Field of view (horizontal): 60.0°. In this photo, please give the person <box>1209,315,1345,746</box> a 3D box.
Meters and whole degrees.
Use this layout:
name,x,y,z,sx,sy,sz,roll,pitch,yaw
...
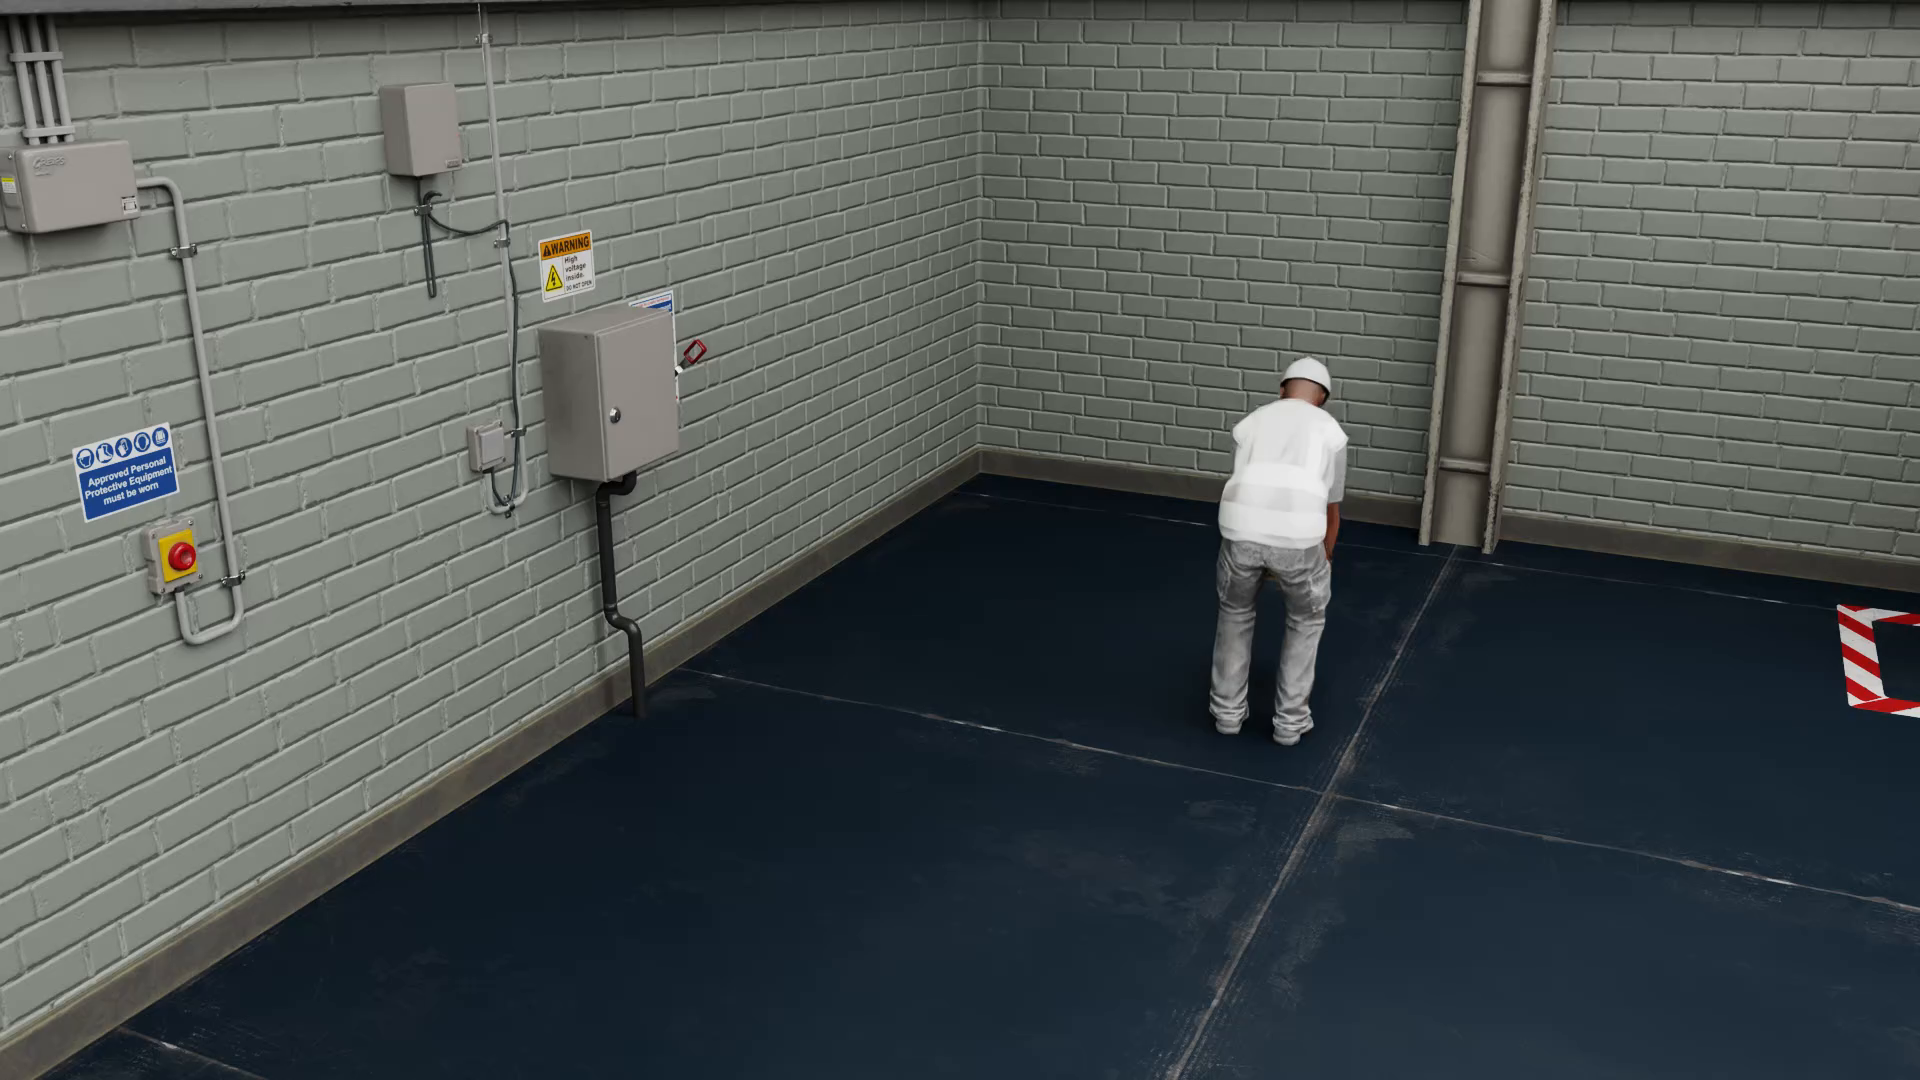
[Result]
name,x,y,z,sx,sy,sz,roll,pitch,yaw
person,1.295,-0.046,6.804,0.478,1.694,0.662,8,20,22
